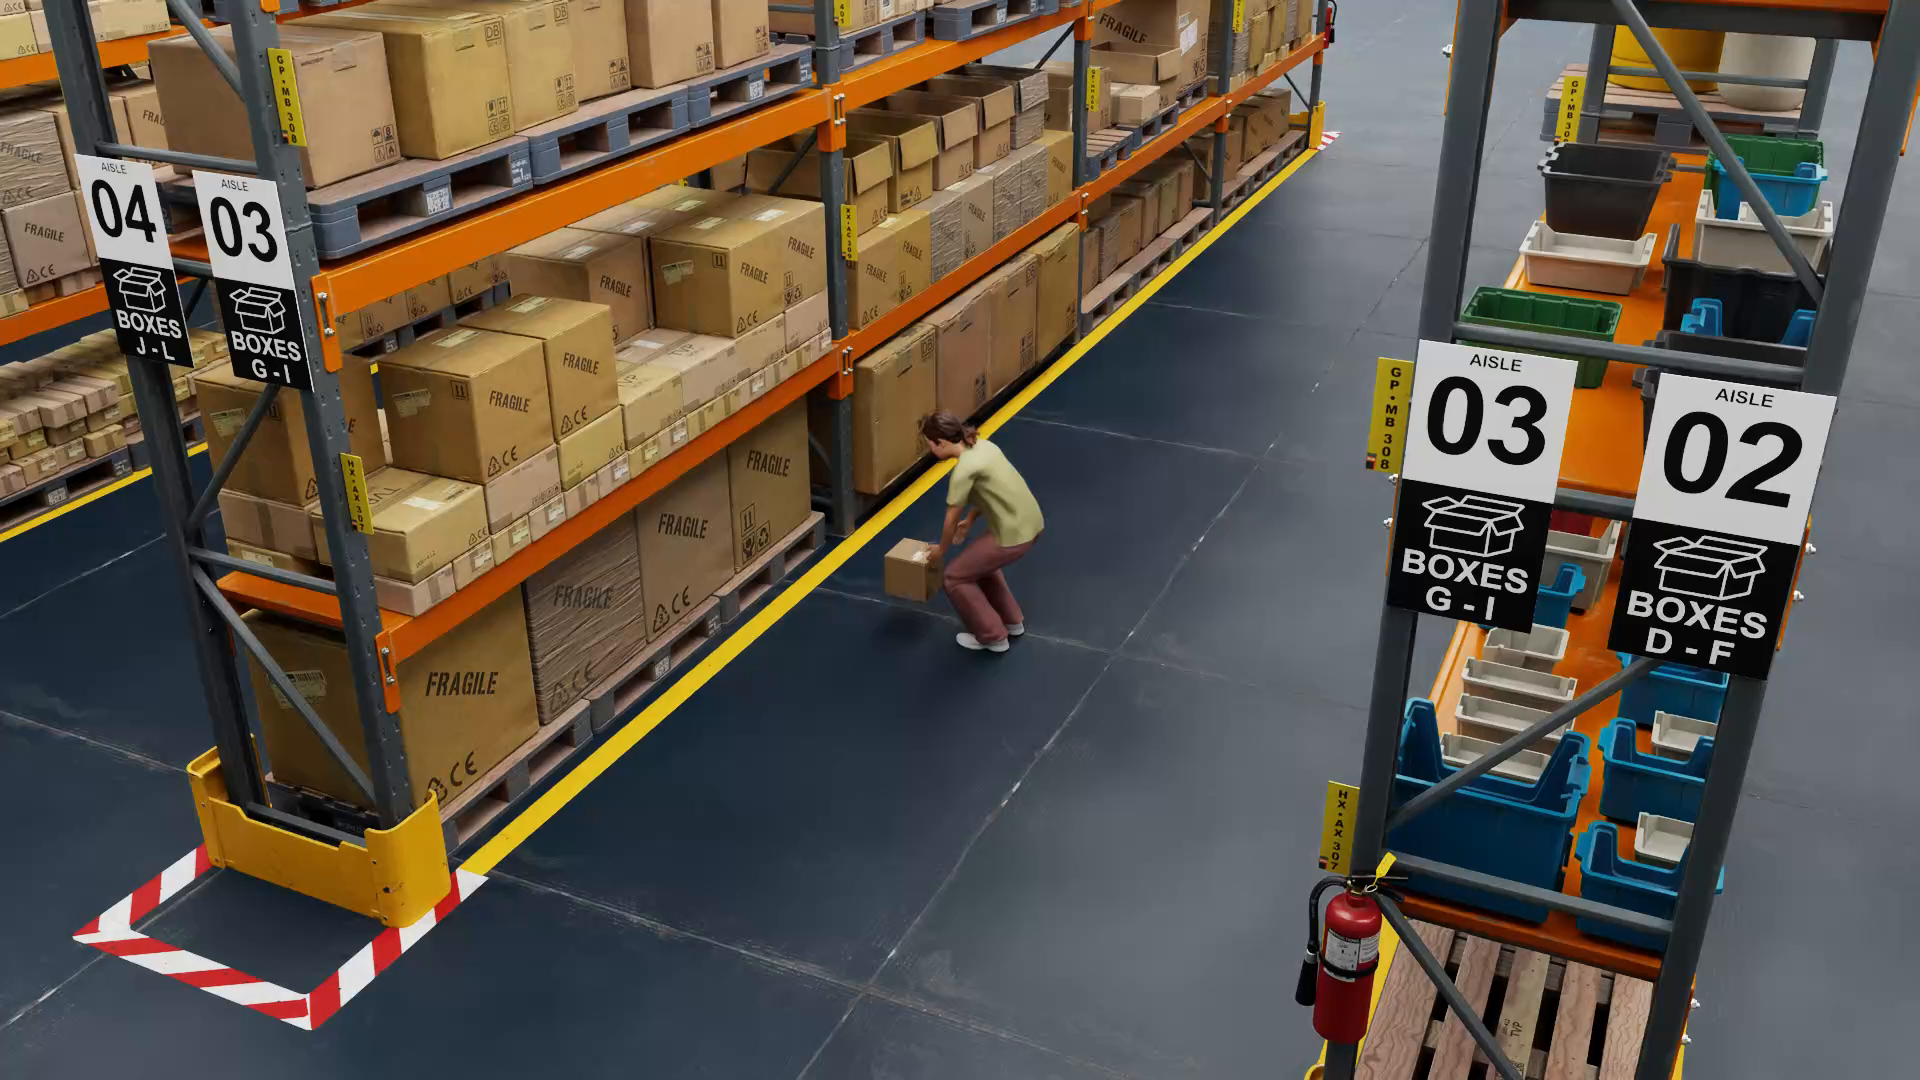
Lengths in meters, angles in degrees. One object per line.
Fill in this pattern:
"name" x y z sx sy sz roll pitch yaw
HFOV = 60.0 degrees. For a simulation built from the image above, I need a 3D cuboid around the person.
"person" 0.109 -0.042 9.091 0.666 1.335 0.511 11 28 22
